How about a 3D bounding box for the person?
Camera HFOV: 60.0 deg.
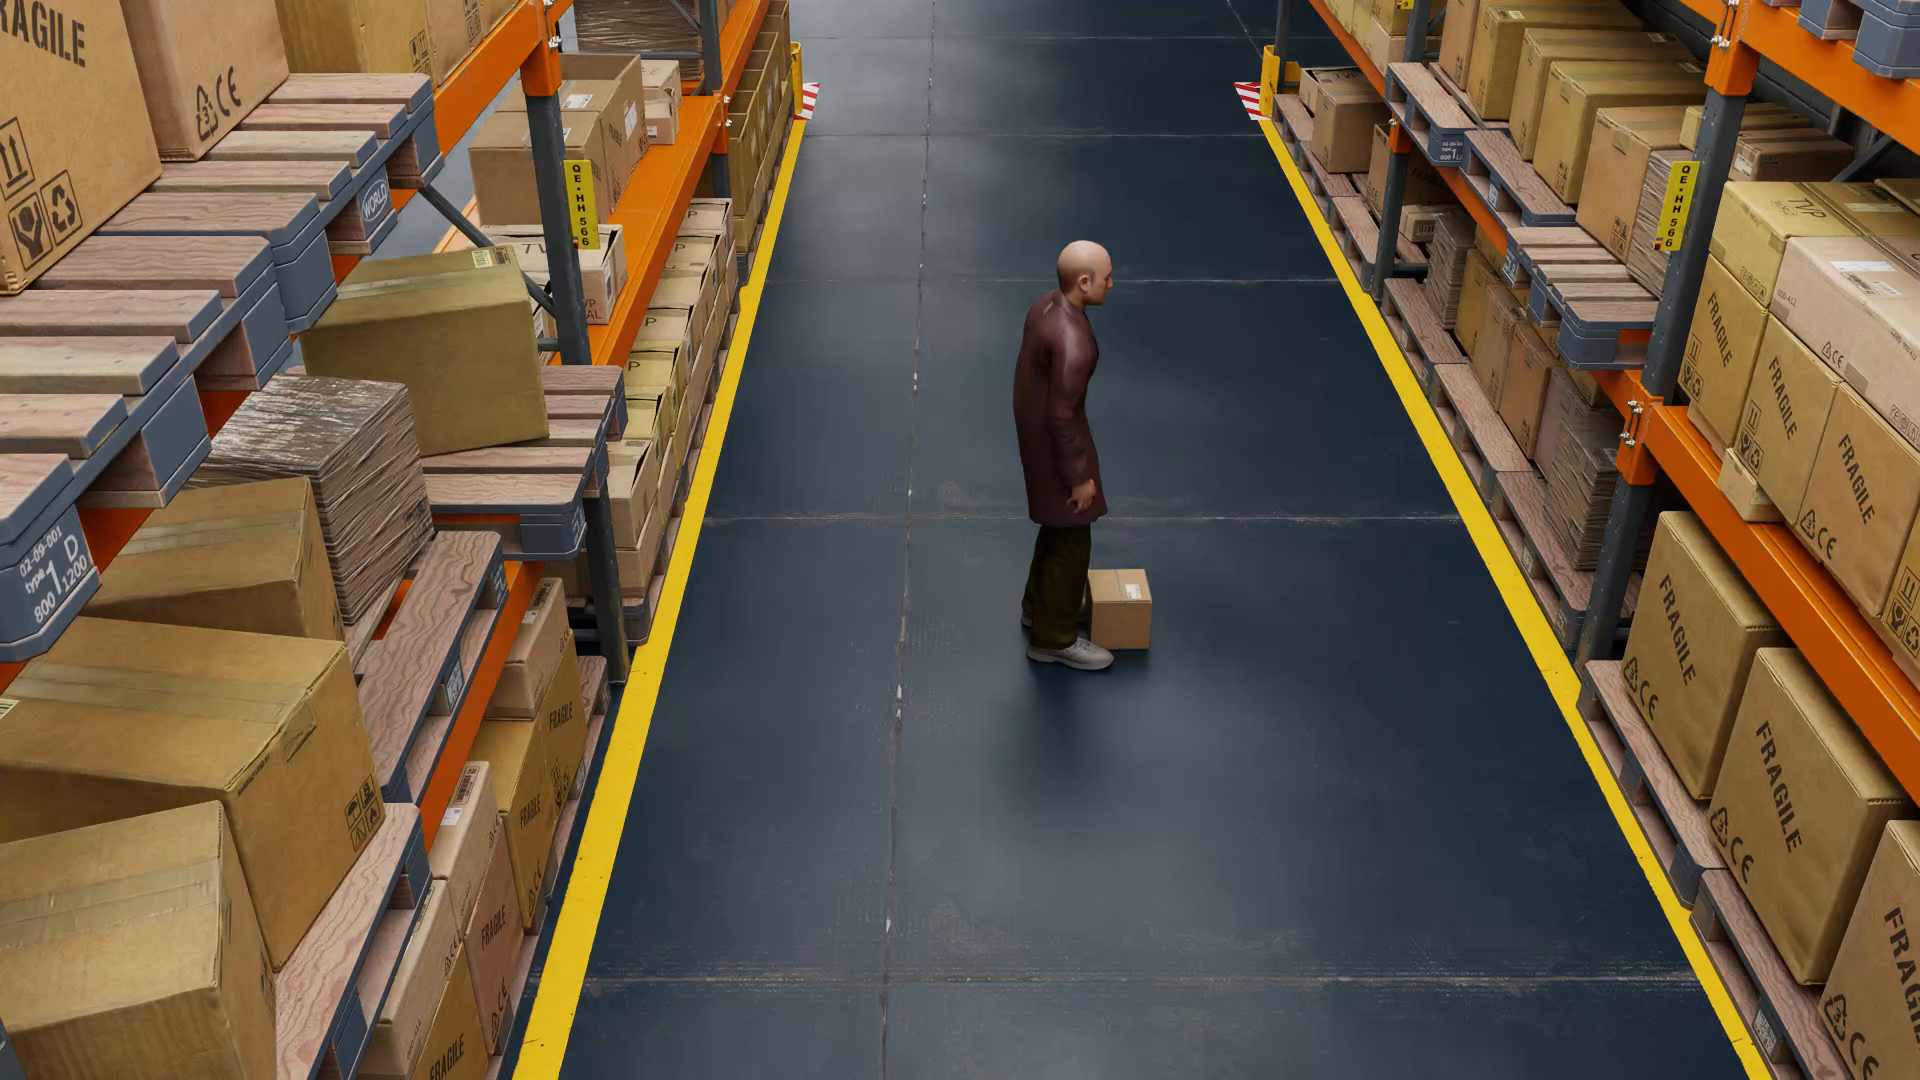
[{"bbox_3d":[0.427,-0.357,6.741,0.429,1.772,0.647,-2,31,-3],"label":"person"}]
